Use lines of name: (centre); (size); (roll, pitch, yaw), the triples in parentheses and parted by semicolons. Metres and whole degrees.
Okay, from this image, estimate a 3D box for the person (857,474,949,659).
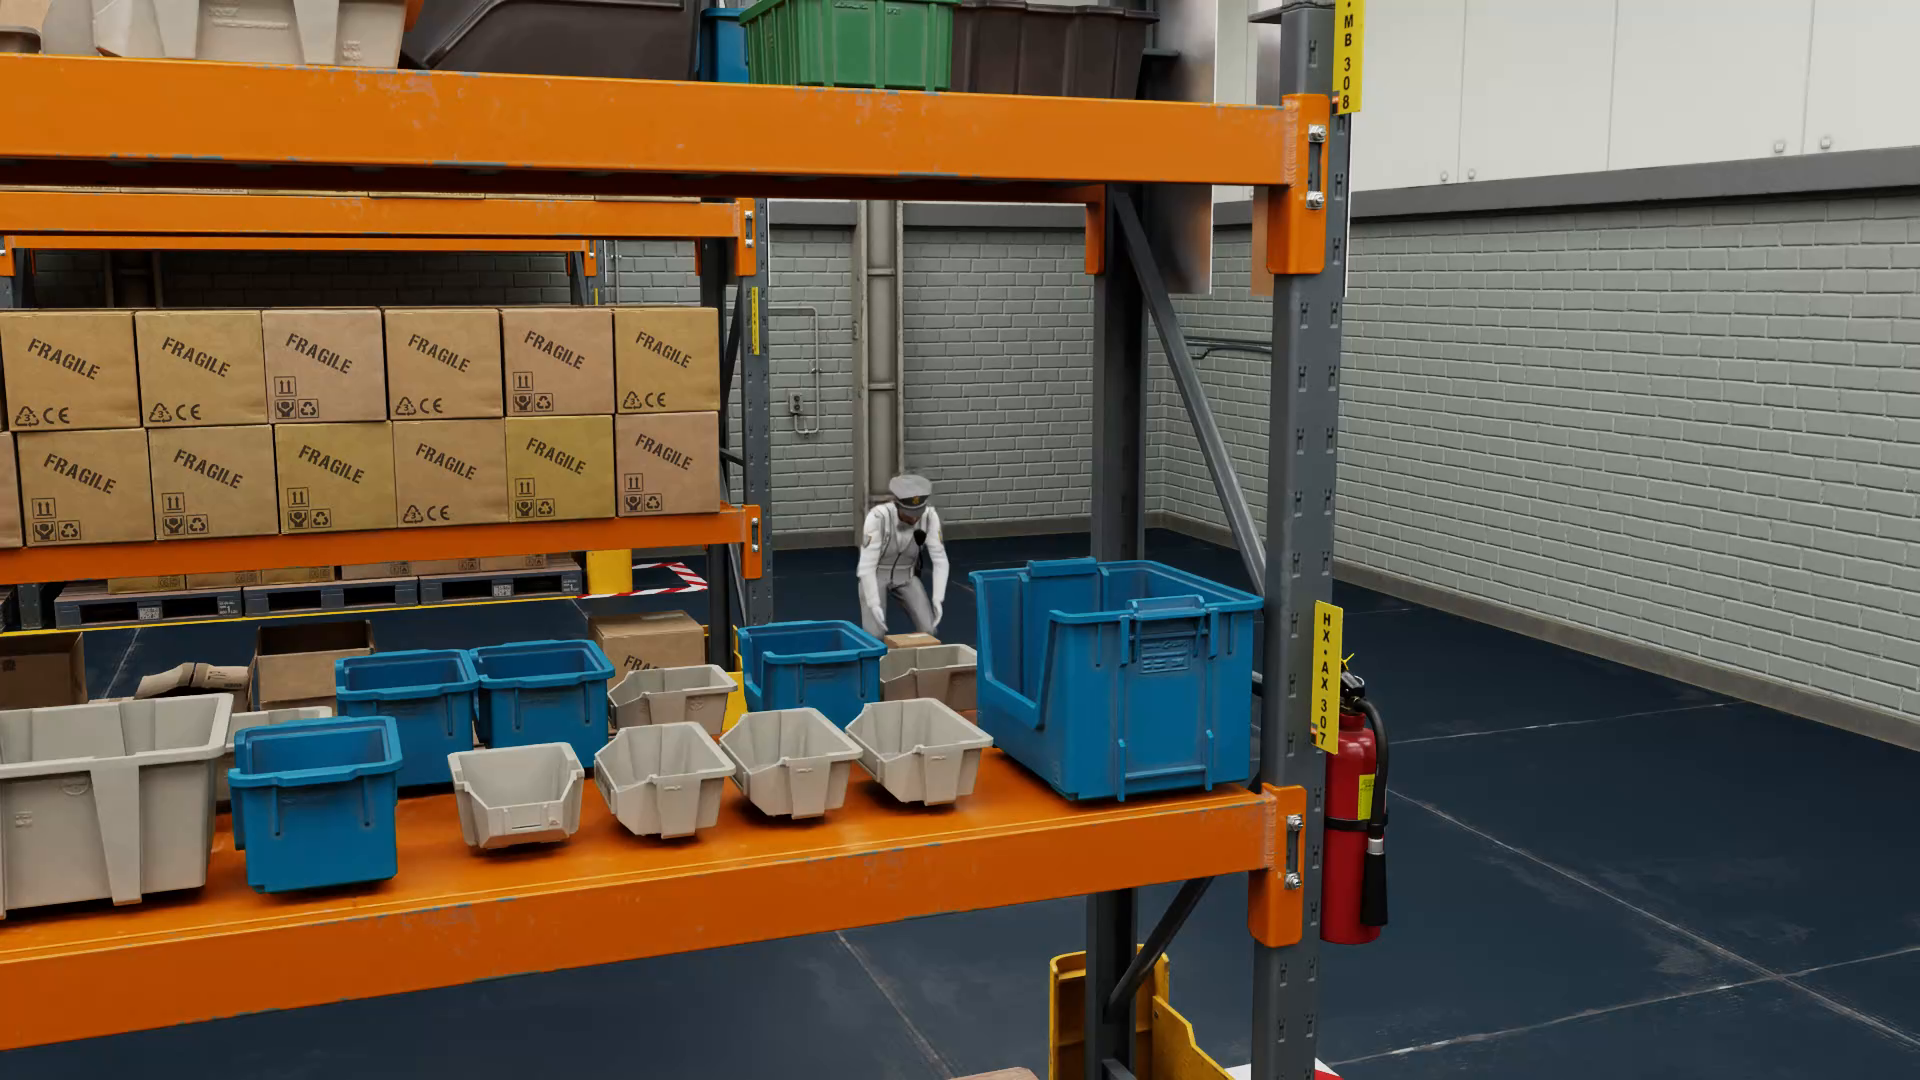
person: (-0.340, 0.272, 9.678); (0.535, 1.349, 0.723); (-2, 9, -14)
